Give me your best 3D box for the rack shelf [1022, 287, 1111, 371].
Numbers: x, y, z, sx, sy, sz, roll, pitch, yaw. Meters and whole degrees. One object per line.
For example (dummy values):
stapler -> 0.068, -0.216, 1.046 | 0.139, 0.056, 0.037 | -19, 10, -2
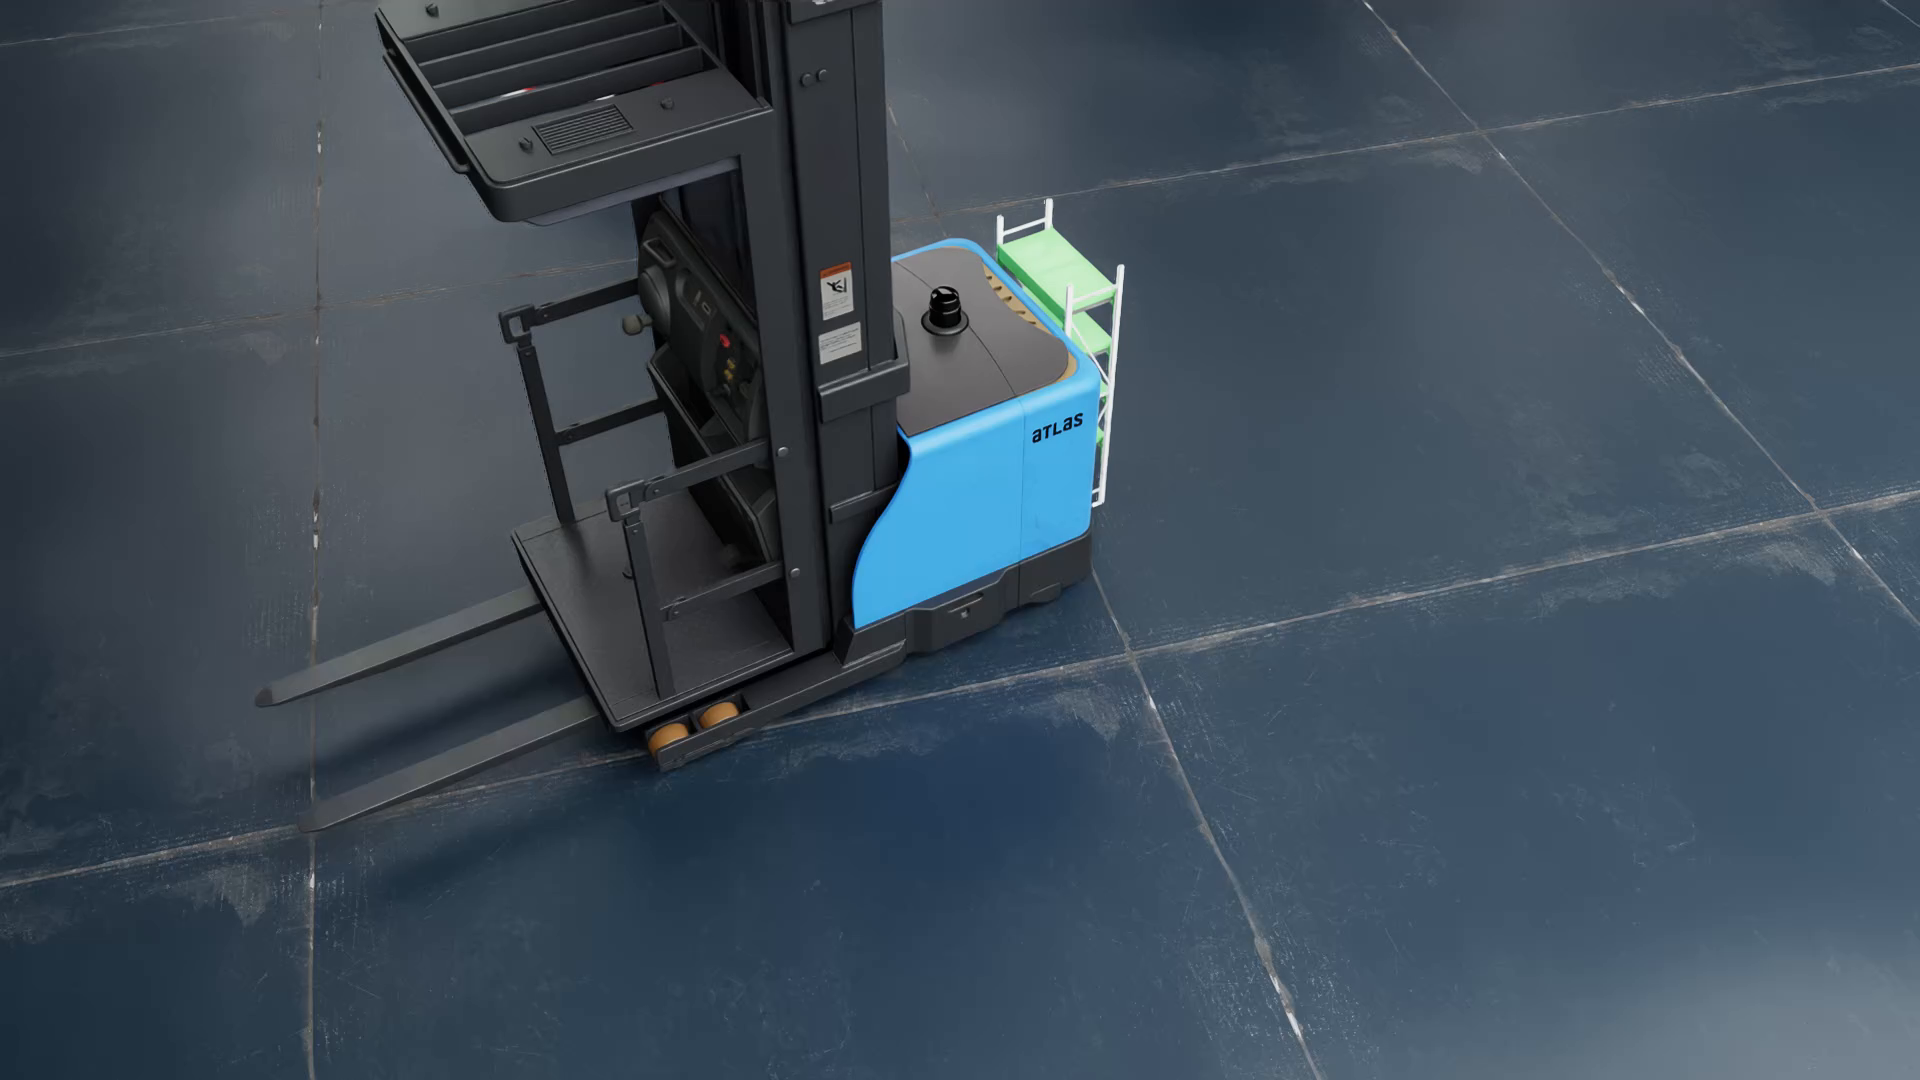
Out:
rack shelf -> 0.368, -0.810, 6.457 | 0.258, 0.148, 0.480 | -22, 50, -21

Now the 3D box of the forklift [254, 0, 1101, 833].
forklift -> -1.024, -0.643, 5.328 | 3.031, 2.935, 1.130 | -22, 50, -20

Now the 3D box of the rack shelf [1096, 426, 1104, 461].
rack shelf -> 0.368, -0.474, 6.800 | 0.258, 0.148, 0.480 | -22, 50, -21

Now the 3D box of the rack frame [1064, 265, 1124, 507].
rack frame -> 0.490, -0.535, 6.435 | 0.240, 1.200, 0.015 | -22, 50, -21

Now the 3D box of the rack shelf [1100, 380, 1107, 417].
rack shelf -> 0.368, -0.642, 6.628 | 0.258, 0.148, 0.480 | -22, 50, -21

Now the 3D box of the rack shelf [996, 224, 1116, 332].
rack shelf -> 0.368, -0.978, 6.285 | 0.258, 0.148, 0.480 | -22, 50, -21

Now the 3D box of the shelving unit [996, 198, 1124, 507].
shelving unit -> 0.368, -0.686, 6.582 | 0.258, 1.200, 0.503 | -22, 50, -21

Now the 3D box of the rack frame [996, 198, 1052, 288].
rack frame -> 0.245, -0.837, 6.730 | 0.240, 1.200, 0.015 | -22, 50, -21
